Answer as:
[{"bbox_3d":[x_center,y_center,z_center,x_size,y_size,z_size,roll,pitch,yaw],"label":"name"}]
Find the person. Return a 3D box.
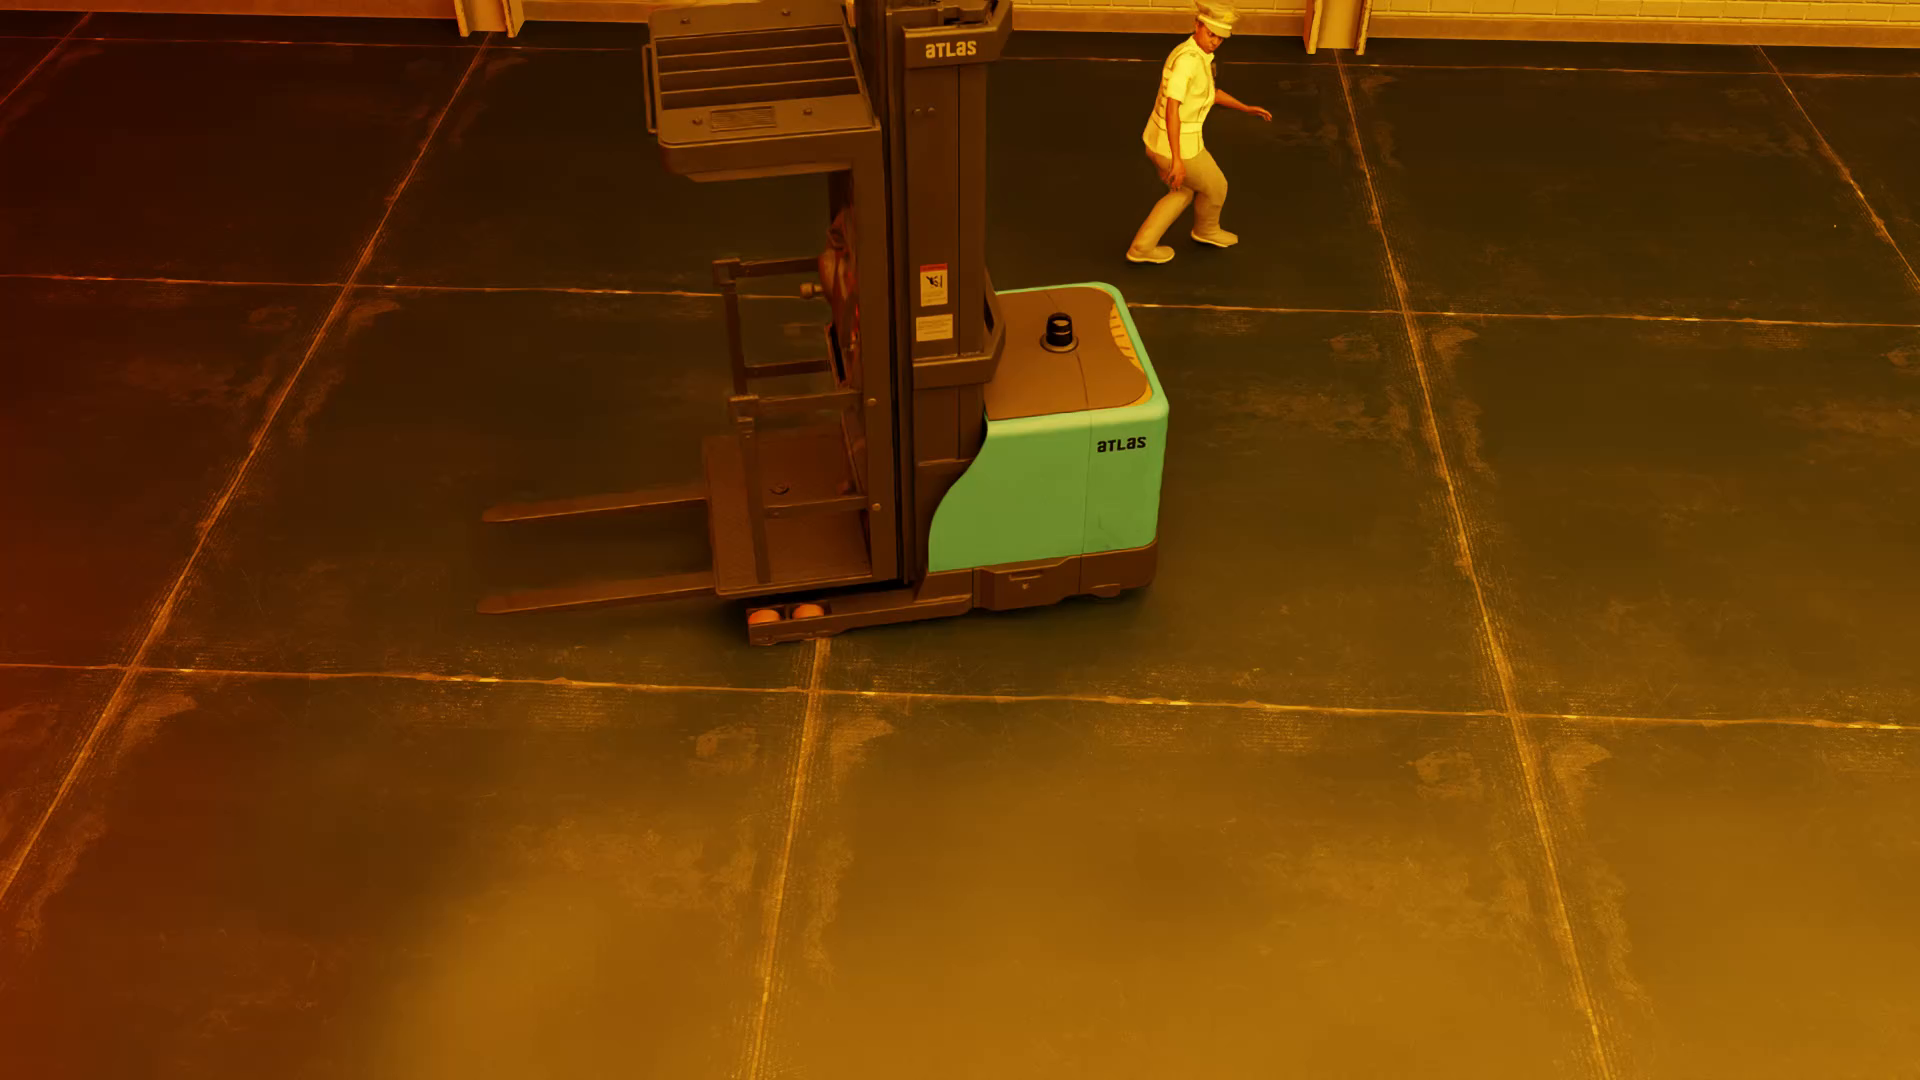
[{"bbox_3d":[1.359,-2.166,9.182,0.779,1.530,0.704,-8,43,-9],"label":"person"}]

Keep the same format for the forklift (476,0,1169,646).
[{"bbox_3d":[-0.671,-0.998,6.835,3.031,2.935,1.130,-7,43,-7],"label":"forklift"}]
